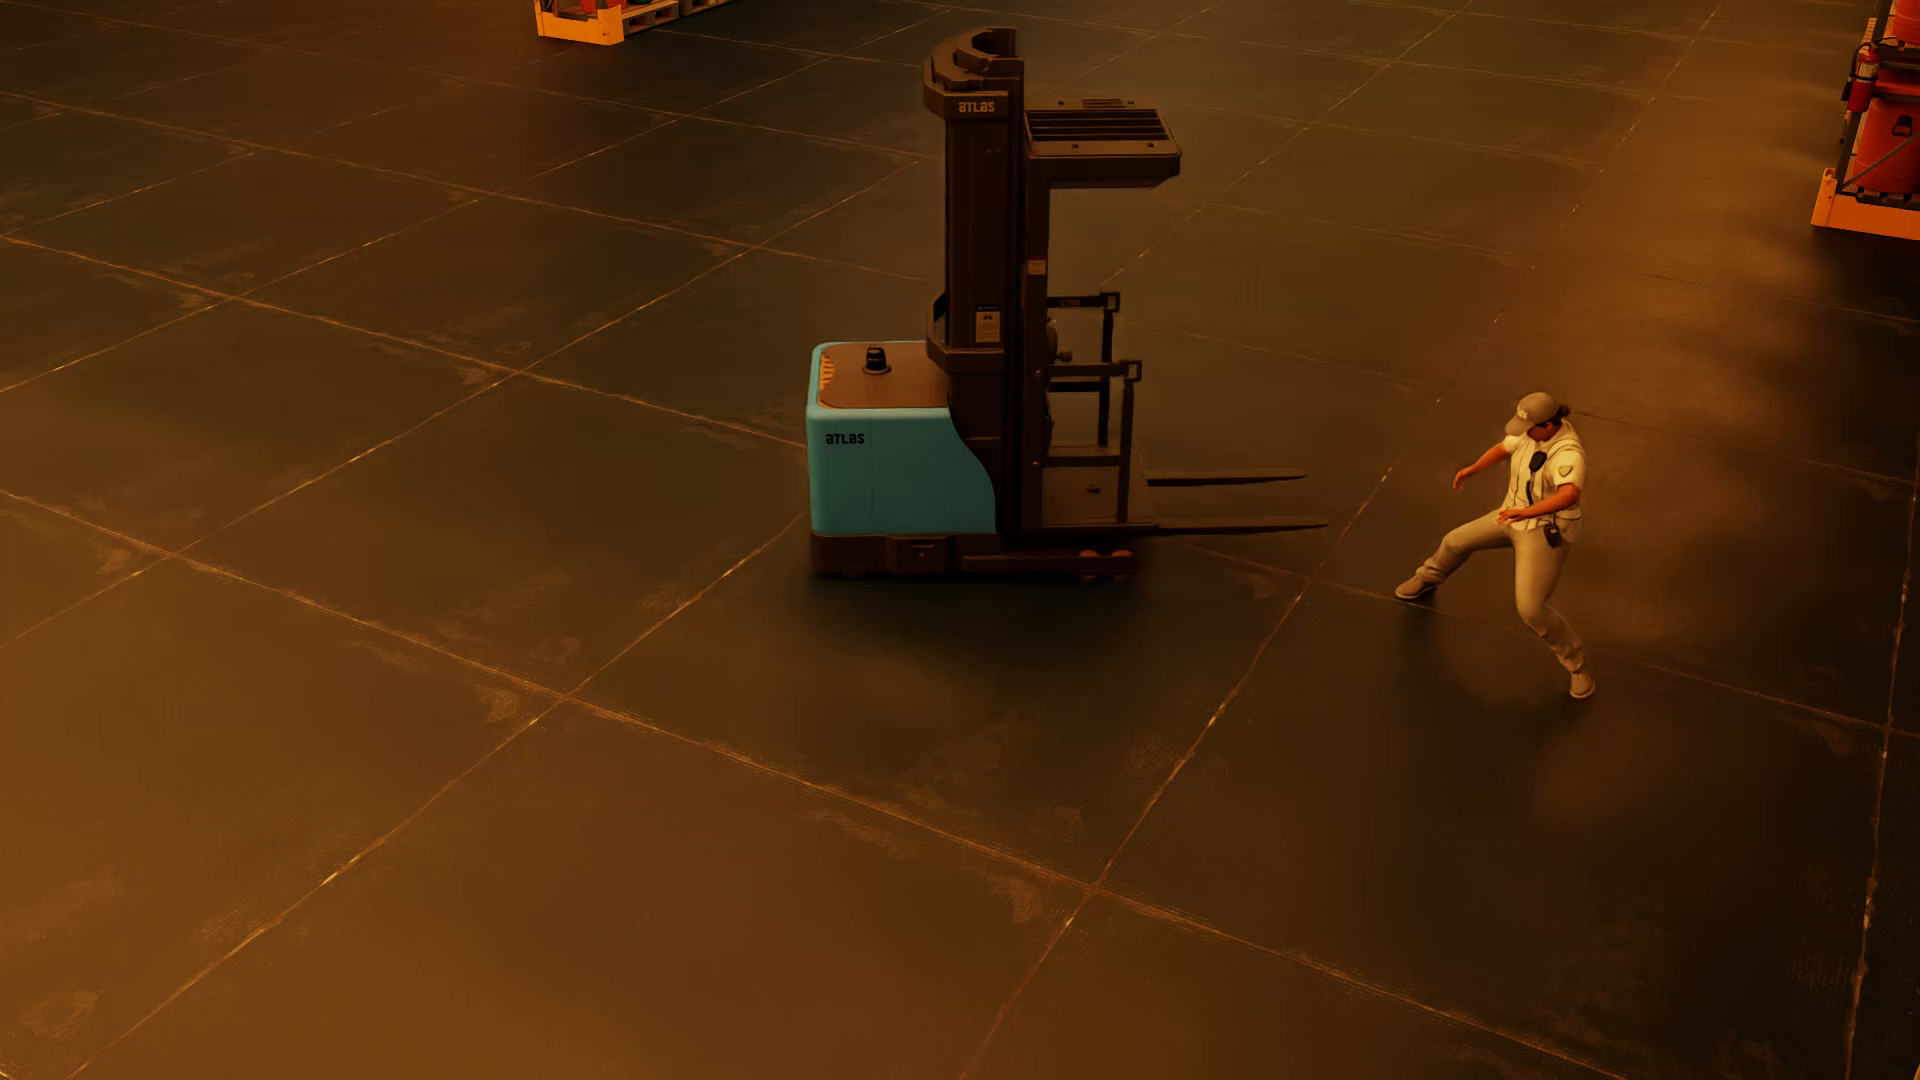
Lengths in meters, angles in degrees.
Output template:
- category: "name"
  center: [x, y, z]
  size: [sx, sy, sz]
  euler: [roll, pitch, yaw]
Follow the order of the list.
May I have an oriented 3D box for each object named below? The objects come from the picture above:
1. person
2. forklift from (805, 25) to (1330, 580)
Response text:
- category: "person"
  center: [2.885, -0.078, 8.681]
  size: [0.692, 1.452, 1.284]
  euler: [-4, 30, -7]
- category: "forklift"
  center: [0.636, -1.307, 9.336]
  size: [3.031, 2.935, 1.130]
  euler: [-1, 30, -2]
